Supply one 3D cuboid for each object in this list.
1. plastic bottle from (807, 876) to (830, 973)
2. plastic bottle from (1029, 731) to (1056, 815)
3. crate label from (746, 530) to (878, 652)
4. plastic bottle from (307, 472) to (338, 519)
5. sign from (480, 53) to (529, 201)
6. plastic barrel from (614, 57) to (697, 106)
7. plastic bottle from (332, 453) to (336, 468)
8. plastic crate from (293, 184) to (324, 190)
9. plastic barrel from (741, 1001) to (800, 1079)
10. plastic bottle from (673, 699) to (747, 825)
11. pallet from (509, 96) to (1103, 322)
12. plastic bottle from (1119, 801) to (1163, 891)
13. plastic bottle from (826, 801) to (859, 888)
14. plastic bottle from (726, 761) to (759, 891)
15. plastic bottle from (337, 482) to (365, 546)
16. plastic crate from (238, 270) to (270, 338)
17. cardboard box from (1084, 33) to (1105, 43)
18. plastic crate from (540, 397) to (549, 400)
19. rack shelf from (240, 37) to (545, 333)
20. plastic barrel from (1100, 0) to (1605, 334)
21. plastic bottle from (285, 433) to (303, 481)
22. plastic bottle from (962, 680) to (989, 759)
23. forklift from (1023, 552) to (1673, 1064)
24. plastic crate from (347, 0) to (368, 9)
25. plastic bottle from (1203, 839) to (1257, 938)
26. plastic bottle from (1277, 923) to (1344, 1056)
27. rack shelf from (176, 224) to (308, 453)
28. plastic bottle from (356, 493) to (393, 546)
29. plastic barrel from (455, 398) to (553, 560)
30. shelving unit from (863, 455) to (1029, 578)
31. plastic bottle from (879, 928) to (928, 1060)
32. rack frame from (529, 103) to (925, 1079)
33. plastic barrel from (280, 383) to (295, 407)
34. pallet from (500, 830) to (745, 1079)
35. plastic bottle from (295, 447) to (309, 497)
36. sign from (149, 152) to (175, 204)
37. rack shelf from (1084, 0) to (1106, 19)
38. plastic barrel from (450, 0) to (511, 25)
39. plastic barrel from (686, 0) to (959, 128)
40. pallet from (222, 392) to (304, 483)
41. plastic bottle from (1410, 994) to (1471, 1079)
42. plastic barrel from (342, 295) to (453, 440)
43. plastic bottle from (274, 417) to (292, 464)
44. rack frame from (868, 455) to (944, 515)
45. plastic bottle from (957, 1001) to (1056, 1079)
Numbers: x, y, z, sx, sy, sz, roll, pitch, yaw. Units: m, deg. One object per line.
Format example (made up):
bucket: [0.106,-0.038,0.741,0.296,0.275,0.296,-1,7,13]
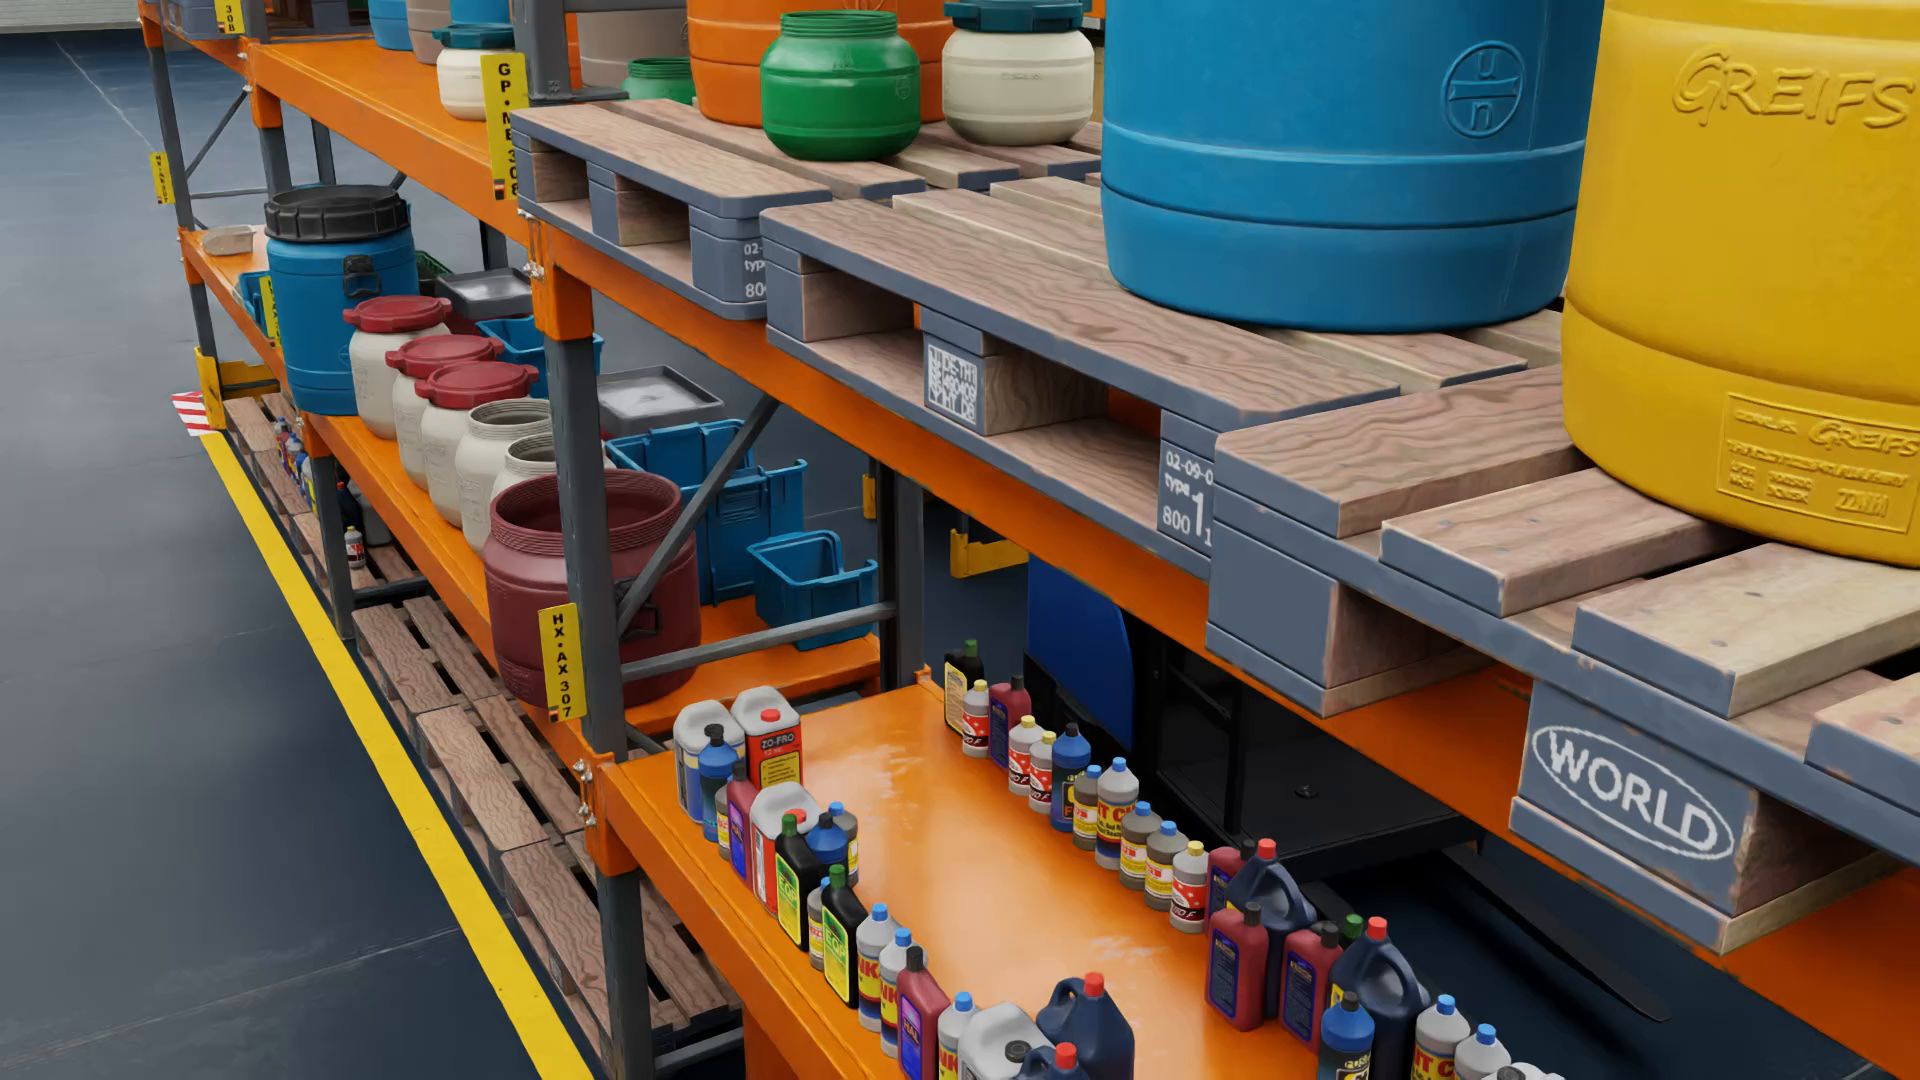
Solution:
plastic bottle: [-0.279,0.819,3.577,0.097,0.201,0.097,0,22,0]
plastic bottle: [0.222,0.577,4.173,0.097,0.201,0.097,0,22,0]
crate label: [-0.455,0.158,5.162,0.303,0.233,0.416,-13,25,-28]
plastic bottle: [-3.445,-0.302,9.006,0.144,0.351,0.185,-13,25,-29]
sign: [-1.032,-0.944,3.806,0.100,0.325,0.005,-13,25,-28]
plastic barrel: [-0.732,-1.099,4.254,0.294,0.245,0.294,0,22,0]
plastic bottle: [-3.434,-0.345,9.201,0.061,0.283,0.133,-13,25,-28]
plastic crate: [-4.136,-2.128,10.760,0.499,0.251,0.616,-13,25,-28]
plastic barrel: [-0.298,1.255,4.566,0.600,0.830,0.708,-13,25,-28]
plastic bottle: [-0.619,0.548,4.143,0.152,0.276,0.135,-13,25,-28]
pallet: [-0.256,-0.747,3.433,1.003,0.211,1.213,-13,25,-28]
plastic bottle: [0.421,0.703,3.863,0.097,0.201,0.097,0,22,0]
plastic bottle: [-0.285,0.703,3.863,0.097,0.201,0.097,0,22,0]
plastic bottle: [-0.490,0.660,3.859,0.061,0.283,0.133,-13,25,-28]
plastic bottle: [-3.182,-0.136,8.596,0.144,0.351,0.185,-13,26,-30]
plastic crate: [-3.404,-1.243,8.584,0.499,0.251,0.616,-13,25,-28]
cardboard box: [0.908,-3.073,11.032,0.700,0.500,0.500,-13,25,-28]
plastic crate: [-1.473,-0.398,6.590,0.450,0.188,0.662,-13,25,-28]
rack shelf: [-1.584,-1.415,5.781,1.077,0.370,4.000,-13,25,-28]
plastic barrel: [0.478,-0.756,1.980,0.600,0.901,0.708,-13,25,-28]
plastic bottle: [-3.815,-0.483,9.555,0.097,0.271,0.097,0,22,0]
plastic bottle: [0.054,0.471,4.434,0.097,0.201,0.097,0,22,0]
forklift: [1.308,-0.163,5.821,1.130,2.935,3.031,-9,24,-21]
plastic crate: [-3.177,-2.861,8.664,0.336,0.188,0.450,-13,25,-28]
plastic bottle: [0.595,0.762,3.609,0.061,0.283,0.133,-13,25,-28]
plastic bottle: [0.705,0.876,3.327,0.061,0.283,0.133,-13,25,-28]
rack shelf: [-3.627,-1.320,9.531,1.077,0.370,4.000,-13,25,-28]
plastic bottle: [-3.058,-0.164,8.664,0.144,0.351,0.185,-13,25,-28]
plastic barrel: [-1.486,-0.191,5.650,0.421,0.512,0.421,0,22,0]
shelving unit: [-0.039,-0.719,9.090,0.587,1.500,1.083,-13,25,-28]
plastic bottle: [-0.111,0.893,3.303,0.097,0.271,0.097,0,22,0]
rack frame: [-0.562,0.289,4.617,1.000,3.000,0.127,-13,25,-28]
plastic barrel: [-4.247,-1.145,10.890,0.421,0.512,0.421,0,22,0]
pallet: [-0.925,1.322,5.778,1.003,0.211,1.213,-13,25,-28]
plastic bottle: [-3.661,-0.385,9.314,0.097,0.271,0.097,0,22,0]
sign: [-5.124,-2.325,10.680,0.100,0.325,0.005,-13,25,-28]
rack shelf: [0.633,-3.661,11.308,1.077,0.370,4.000,-13,25,-28]
plastic barrel: [-1.491,-2.082,5.800,0.600,0.901,0.708,-13,25,-28]
plastic barrel: [-0.275,-1.310,3.439,0.600,0.830,0.708,-13,25,-28]
pallet: [-4.159,-0.730,10.826,1.003,0.211,1.213,-13,25,-28]
plastic bottle: [0.895,0.971,3.110,0.097,0.271,0.097,0,22,0]
plastic barrel: [-2.305,-0.717,6.912,0.433,0.535,0.433,0,22,0]
plastic bottle: [-3.990,-0.594,9.828,0.097,0.271,0.097,0,22,0]
rack frame: [-0.303,-0.887,9.502,0.500,1.500,0.032,-13,25,-28]
plastic bottle: [0.089,0.997,3.039,0.152,0.276,0.135,-13,25,-28]
